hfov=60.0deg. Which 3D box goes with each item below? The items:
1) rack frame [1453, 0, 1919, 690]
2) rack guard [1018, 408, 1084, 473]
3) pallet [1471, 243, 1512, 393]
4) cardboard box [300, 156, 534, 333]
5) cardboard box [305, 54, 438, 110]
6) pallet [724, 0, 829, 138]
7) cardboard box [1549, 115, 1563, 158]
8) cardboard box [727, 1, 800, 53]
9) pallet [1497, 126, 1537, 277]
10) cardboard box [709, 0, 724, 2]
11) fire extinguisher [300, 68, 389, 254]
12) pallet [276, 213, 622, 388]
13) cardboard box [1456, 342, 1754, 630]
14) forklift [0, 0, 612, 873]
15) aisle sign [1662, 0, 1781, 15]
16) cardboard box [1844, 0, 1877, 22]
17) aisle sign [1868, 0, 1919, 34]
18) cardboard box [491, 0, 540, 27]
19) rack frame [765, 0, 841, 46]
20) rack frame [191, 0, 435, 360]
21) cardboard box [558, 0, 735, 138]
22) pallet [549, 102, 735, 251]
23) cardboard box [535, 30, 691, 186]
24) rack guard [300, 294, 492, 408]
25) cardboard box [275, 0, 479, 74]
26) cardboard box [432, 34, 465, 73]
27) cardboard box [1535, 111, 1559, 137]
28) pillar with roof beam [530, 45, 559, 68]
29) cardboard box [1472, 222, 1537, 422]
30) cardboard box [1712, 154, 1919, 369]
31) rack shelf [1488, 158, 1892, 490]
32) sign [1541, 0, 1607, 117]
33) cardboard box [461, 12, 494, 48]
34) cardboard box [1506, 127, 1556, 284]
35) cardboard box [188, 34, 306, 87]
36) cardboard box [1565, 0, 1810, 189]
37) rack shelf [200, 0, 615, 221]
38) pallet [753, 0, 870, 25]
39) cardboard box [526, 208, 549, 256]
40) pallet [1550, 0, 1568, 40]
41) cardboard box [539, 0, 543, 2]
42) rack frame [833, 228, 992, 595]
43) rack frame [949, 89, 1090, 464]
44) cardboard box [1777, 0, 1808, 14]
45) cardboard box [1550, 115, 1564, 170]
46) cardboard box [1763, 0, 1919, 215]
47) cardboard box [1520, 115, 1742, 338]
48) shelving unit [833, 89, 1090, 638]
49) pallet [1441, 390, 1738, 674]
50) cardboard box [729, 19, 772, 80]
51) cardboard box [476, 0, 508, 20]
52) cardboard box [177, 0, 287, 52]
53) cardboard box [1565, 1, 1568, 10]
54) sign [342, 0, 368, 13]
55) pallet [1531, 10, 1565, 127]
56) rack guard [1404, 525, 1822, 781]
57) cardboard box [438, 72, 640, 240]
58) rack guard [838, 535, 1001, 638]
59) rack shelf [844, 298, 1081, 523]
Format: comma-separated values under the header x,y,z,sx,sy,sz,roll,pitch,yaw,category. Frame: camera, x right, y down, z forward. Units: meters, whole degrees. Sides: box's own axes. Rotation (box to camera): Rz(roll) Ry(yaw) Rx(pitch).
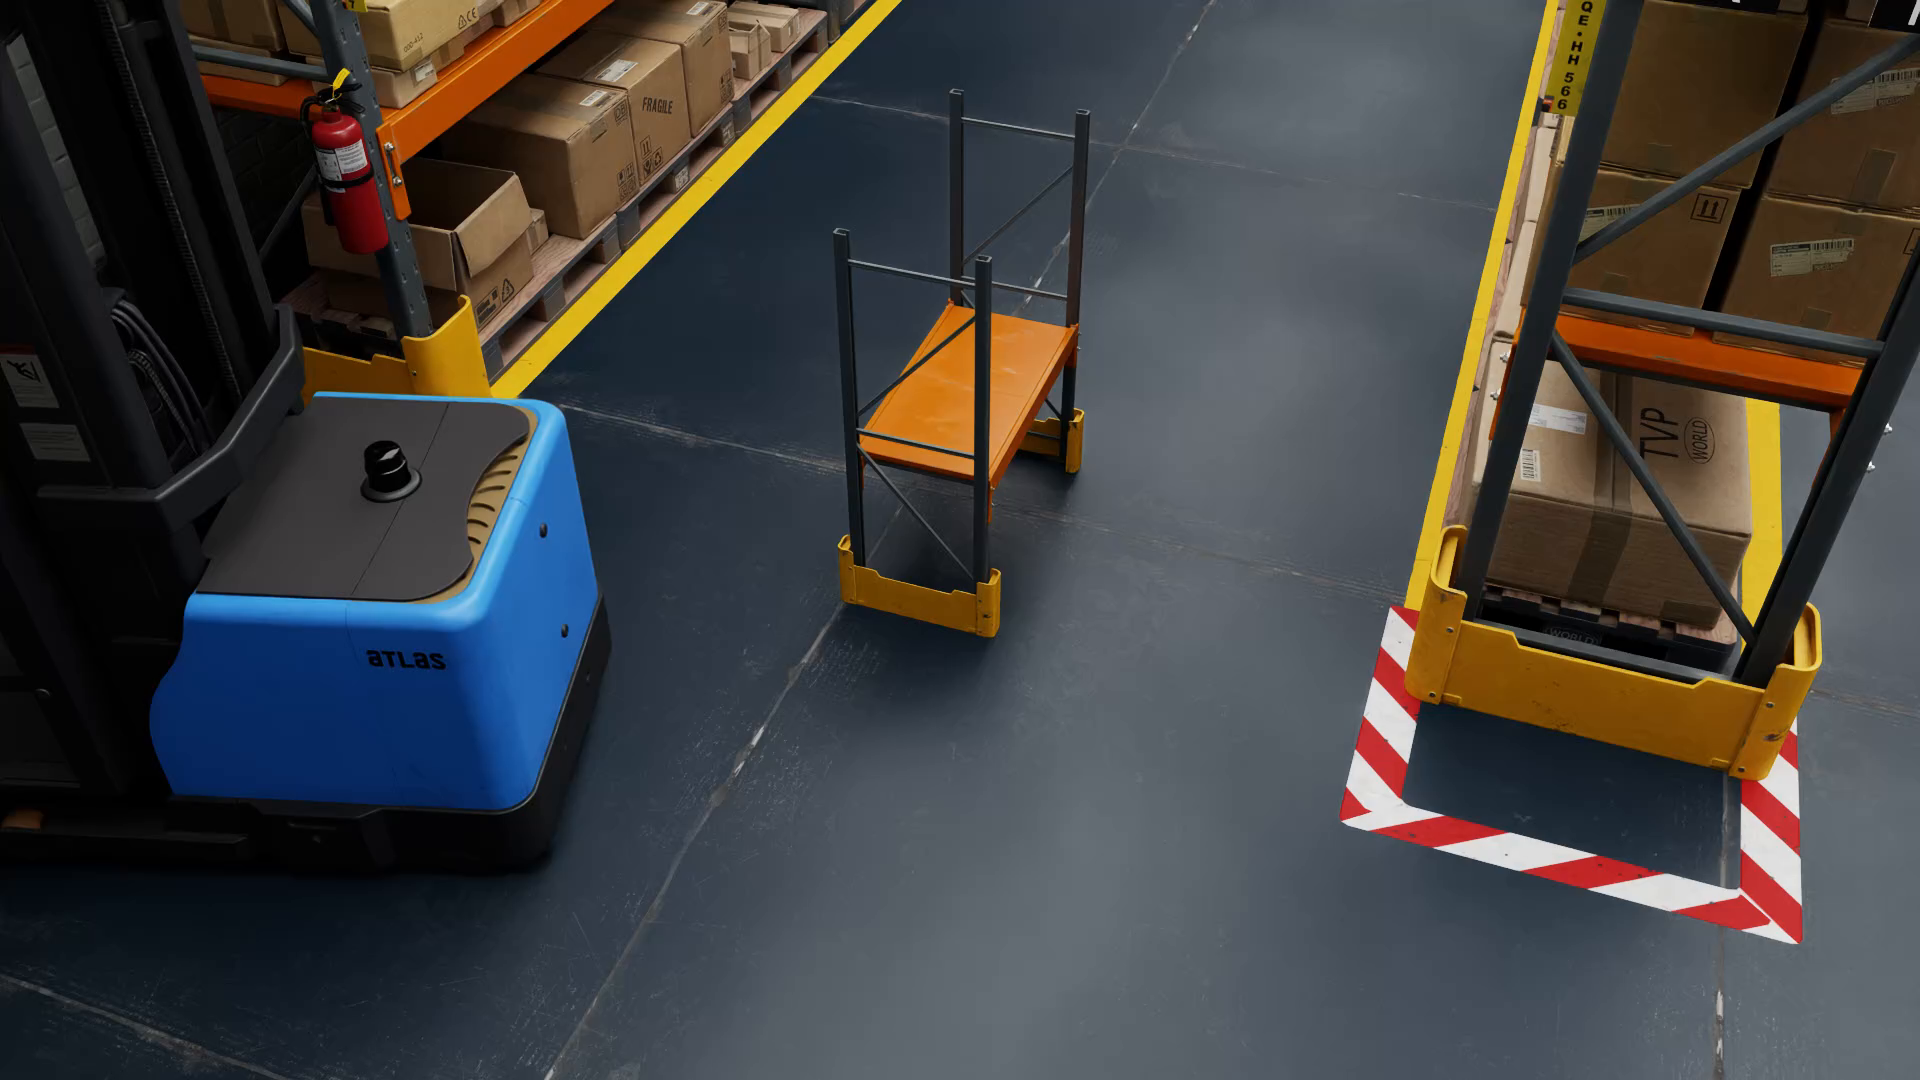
x,y,z,sx,sy,sz,roll,pitch,yaw,category
2.111,-0.603,4.646,1.000,3.000,0.127,13,42,15,rack frame
0.196,-0.445,6.579,0.587,0.250,0.087,13,42,15,rack guard
2.730,-0.789,7.012,1.003,0.211,1.213,13,42,15,pallet
-2.257,-1.265,7.021,0.797,0.503,0.637,12,42,13,cardboard box
-2.184,-1.747,6.180,0.380,0.149,0.250,13,42,15,cardboard box
-1.423,-2.663,9.209,1.003,0.211,1.213,13,42,15,pallet
2.380,-1.613,5.753,0.500,0.500,0.500,14,43,16,cardboard box
-1.101,-2.813,9.109,0.380,0.149,0.250,12,42,14,cardboard box
3.145,-1.536,7.888,1.003,0.211,1.213,13,42,15,pallet
-1.635,-2.929,9.120,0.500,0.311,0.500,15,43,17,cardboard box
-2.171,-1.339,5.856,0.296,0.674,0.183,13,42,15,fire extinguisher
-2.257,-1.175,7.464,1.003,0.211,1.213,13,42,15,pallet
2.243,-0.213,5.839,0.875,0.438,0.875,12,42,14,cardboard box
-2.732,-0.479,4.553,3.031,2.935,1.130,2,41,3,forklift
1.795,-1.617,3.832,0.394,0.787,0.004,13,42,15,aisle sign
2.493,-1.424,4.260,0.380,0.149,0.250,14,42,16,cardboard box
2.359,-1.484,3.676,0.394,0.787,0.004,13,42,15,aisle sign
-1.940,-2.221,6.736,0.380,0.149,0.250,15,43,16,cardboard box
-1.187,-4.143,8.794,1.000,3.000,0.127,13,42,15,rack frame
-2.555,-1.703,5.935,1.000,3.000,0.127,13,42,15,rack frame
-1.573,-2.410,8.366,0.700,0.500,0.500,12,42,13,cardboard box
-1.838,-1.916,8.334,1.003,0.211,1.213,13,42,15,pallet
-1.653,-2.077,7.975,0.500,0.500,0.500,14,42,16,cardboard box
-2.529,-0.798,6.800,1.175,0.500,0.348,13,42,15,rack guard
-2.146,-1.976,6.141,0.500,0.250,0.500,14,42,15,cardboard box
-2.141,-1.912,6.374,0.380,0.149,0.250,14,43,16,cardboard box
3.163,-1.869,7.780,0.875,0.438,0.875,13,42,14,cardboard box
1.773,-5.245,5.464,9.100,9.000,0.400,13,42,15,pillar with roof beam
2.548,-0.773,6.496,0.875,0.438,0.875,14,43,16,cardboard box
2.545,-0.871,4.882,0.500,0.500,0.500,13,42,15,cardboard box
2.795,-1.550,6.309,1.077,0.370,4.000,13,42,15,rack shelf
1.606,-1.263,4.345,0.100,0.325,0.005,13,42,15,sign
-2.084,-2.080,6.571,0.380,0.149,0.250,13,42,15,cardboard box
2.858,-1.323,7.140,0.875,0.438,0.875,12,42,14,cardboard box
-2.694,-1.869,6.323,0.380,0.149,0.250,13,42,15,cardboard box
2.052,-1.369,4.696,0.500,0.500,0.500,15,43,16,cardboard box
-1.871,-2.649,7.598,1.077,0.370,4.000,13,42,15,rack shelf
-0.944,-3.586,10.291,1.003,0.211,1.213,13,42,15,pallet
-2.075,-1.381,7.430,0.380,0.149,0.250,12,42,13,cardboard box
4.087,-3.216,9.857,1.003,0.211,1.213,13,42,15,pallet
-1.854,-2.384,6.927,0.380,0.149,0.250,14,42,16,cardboard box
-0.145,-0.313,5.461,0.500,1.500,0.032,13,42,15,rack frame
0.203,-0.933,6.188,0.500,1.500,0.032,13,42,15,rack frame
2.046,-1.532,4.387,0.380,0.149,0.250,14,42,16,cardboard box
2.213,-1.297,5.382,0.500,0.500,0.500,12,42,14,cardboard box
2.543,-1.251,4.558,0.500,0.500,0.500,12,42,14,cardboard box
2.027,-0.994,5.027,0.500,0.500,0.500,14,42,15,cardboard box
0.026,-0.617,5.818,0.587,1.500,1.083,13,42,15,shelving unit
2.311,-0.048,6.143,1.003,0.211,1.213,13,42,15,pallet
-1.223,-2.639,8.816,0.396,0.266,0.258,15,43,17,cardboard box
-1.974,-2.283,6.502,0.500,0.250,0.500,14,42,16,cardboard box
-2.647,-2.098,6.285,0.500,0.250,0.500,14,43,16,cardboard box
3.917,-3.343,9.171,0.875,0.875,0.875,14,43,16,cardboard box
-2.045,-1.912,5.513,0.100,0.325,0.005,13,42,15,sign
3.672,-2.470,8.982,1.003,0.211,1.213,13,42,15,pallet
2.103,0.362,5.440,1.175,0.500,0.348,13,42,15,rack guard
-1.928,-1.776,7.623,0.700,0.500,0.500,15,43,17,cardboard box
-0.144,0.162,5.867,0.587,0.250,0.087,13,42,15,rack guard
0.029,-0.486,5.941,0.538,0.185,1.000,13,42,15,rack shelf
